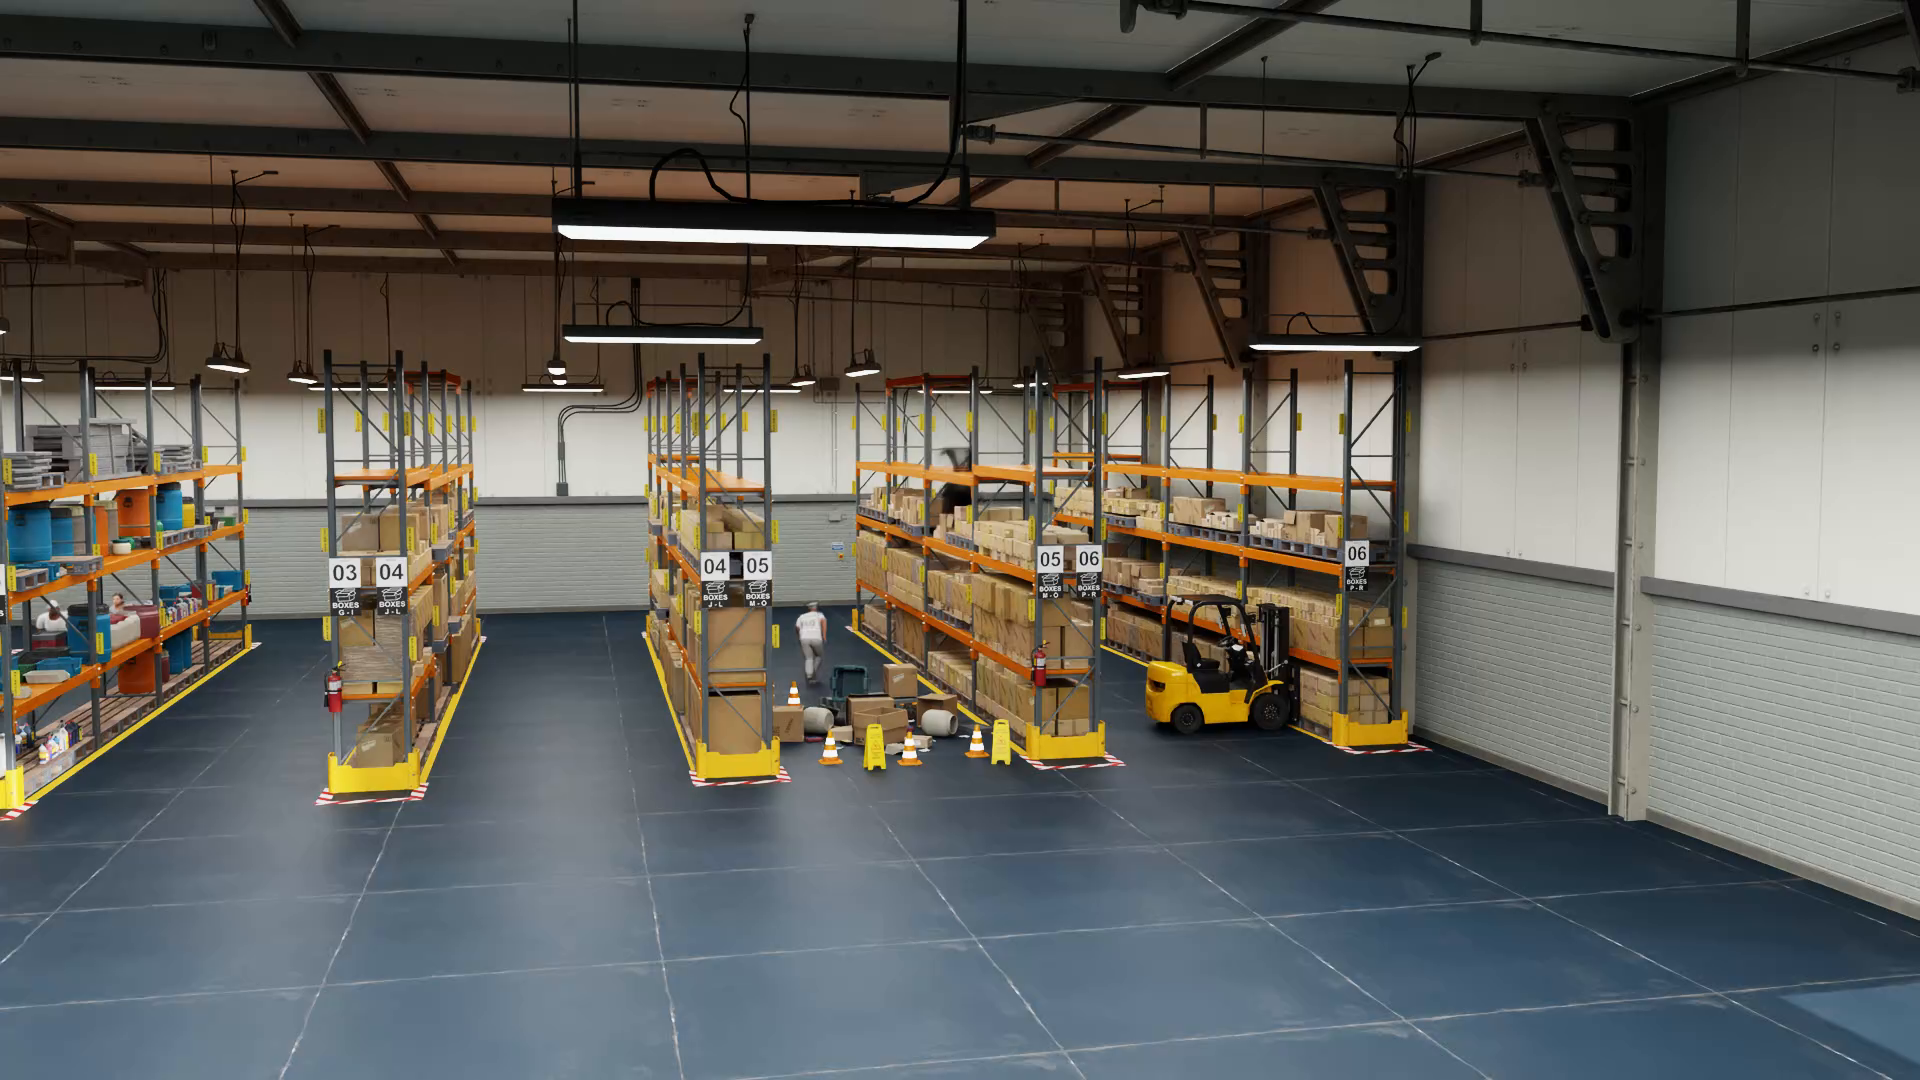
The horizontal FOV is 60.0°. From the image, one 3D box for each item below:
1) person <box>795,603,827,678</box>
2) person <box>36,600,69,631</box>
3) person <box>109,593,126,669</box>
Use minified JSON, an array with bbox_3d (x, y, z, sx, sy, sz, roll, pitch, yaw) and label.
[{"bbox_3d":[-2.892,1.965,32.069,0.645,1.424,1.110,0,4,3],"label":"person"},{"bbox_3d":[-17.284,1.958,31.816,0.676,1.670,0.871,-2,5,-32],"label":"person"},{"bbox_3d":[-16.949,1.867,33.628,0.547,1.618,0.735,0,4,-2],"label":"person"}]
